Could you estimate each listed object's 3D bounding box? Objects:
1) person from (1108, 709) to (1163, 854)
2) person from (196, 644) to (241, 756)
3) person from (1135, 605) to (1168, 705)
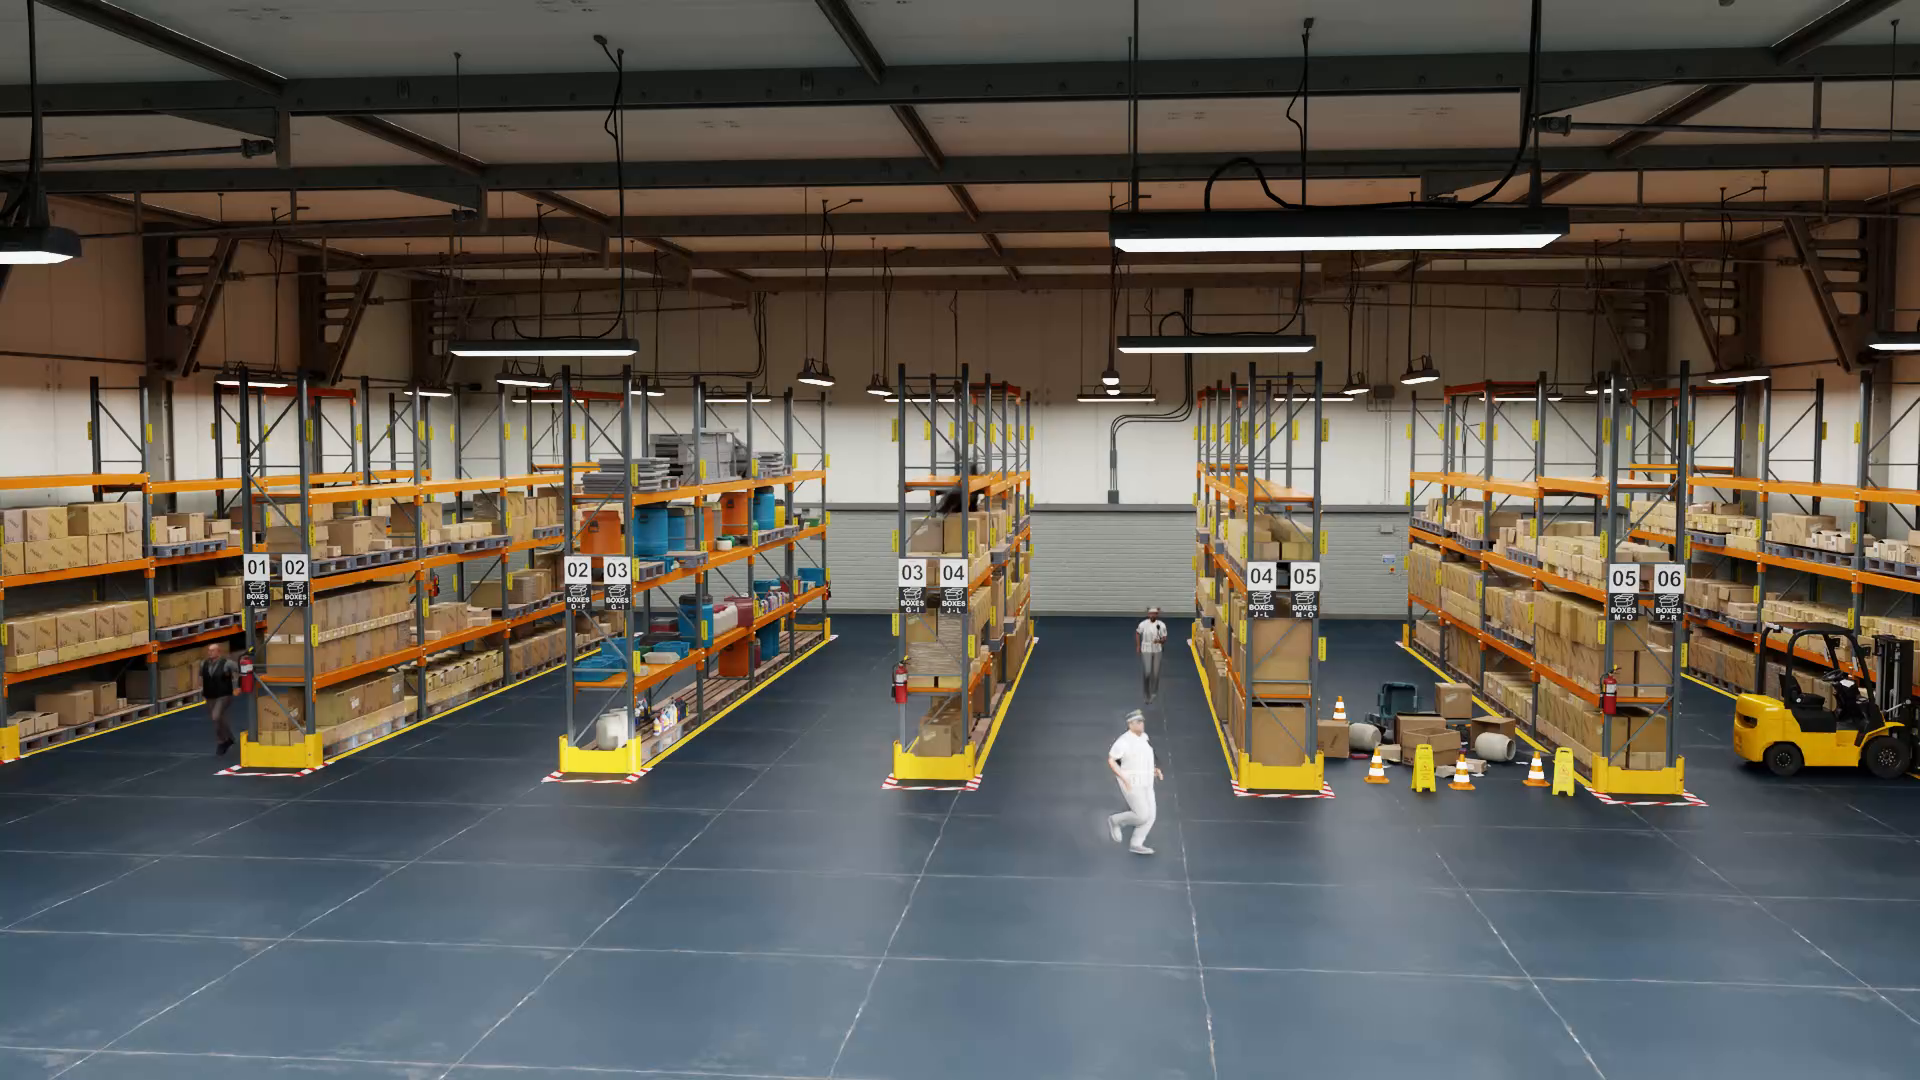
[{"bbox_3d":[2.099,2.871,19.812,0.591,1.730,0.678,4,5,44],"label":"person"},{"bbox_3d":[-11.608,2.486,26.040,0.674,1.734,0.795,1,4,9],"label":"person"},{"bbox_3d":[3.366,2.016,29.174,0.532,1.748,0.673,0,4,3],"label":"person"}]
